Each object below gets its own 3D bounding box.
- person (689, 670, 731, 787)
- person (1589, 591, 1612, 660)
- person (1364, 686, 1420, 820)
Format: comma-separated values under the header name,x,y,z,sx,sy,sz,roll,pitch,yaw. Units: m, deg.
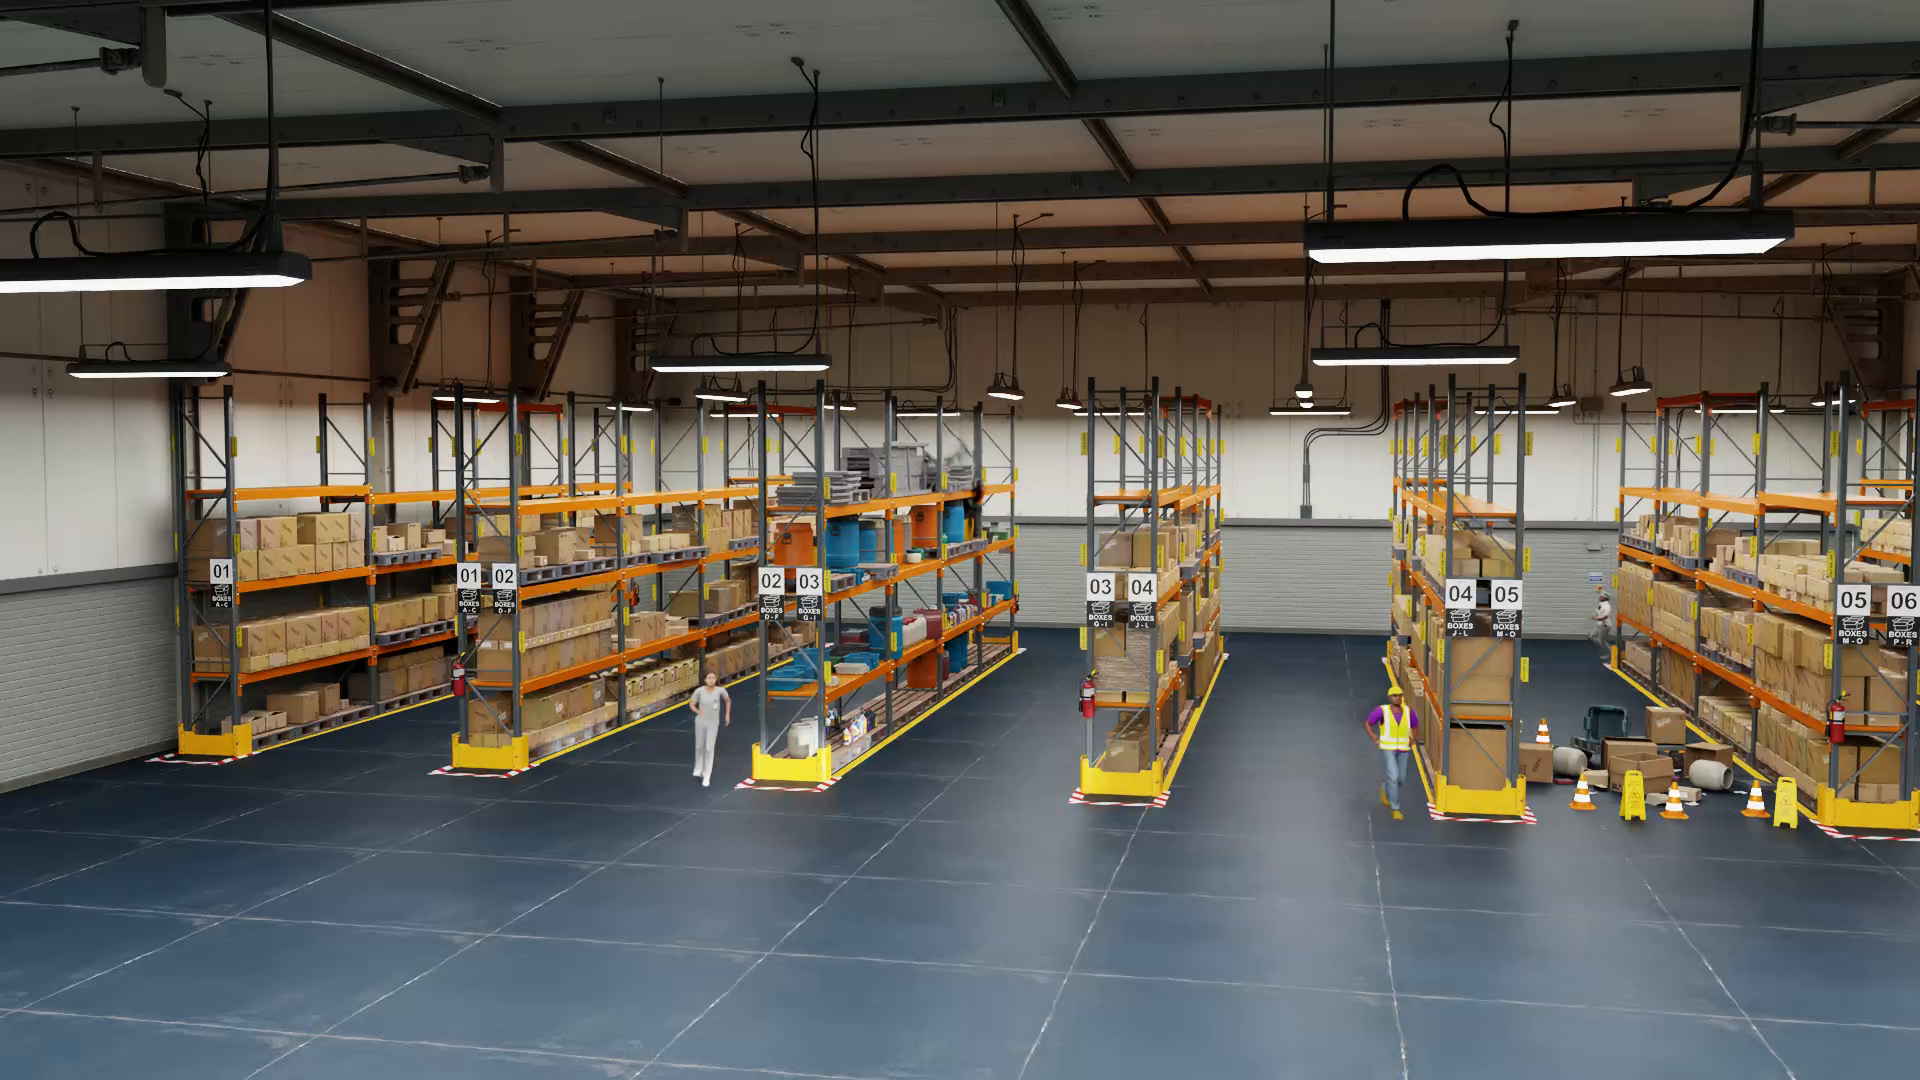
name,x,y,z,sx,sy,sz,roll,pitch,yaw
person,-3.734,2.782,24.828,0.610,1.712,0.779,0,3,-6
person,15.050,2.004,38.941,0.536,1.662,0.590,0,3,8
person,5.918,2.874,22.663,0.754,1.778,0.801,0,3,-3
